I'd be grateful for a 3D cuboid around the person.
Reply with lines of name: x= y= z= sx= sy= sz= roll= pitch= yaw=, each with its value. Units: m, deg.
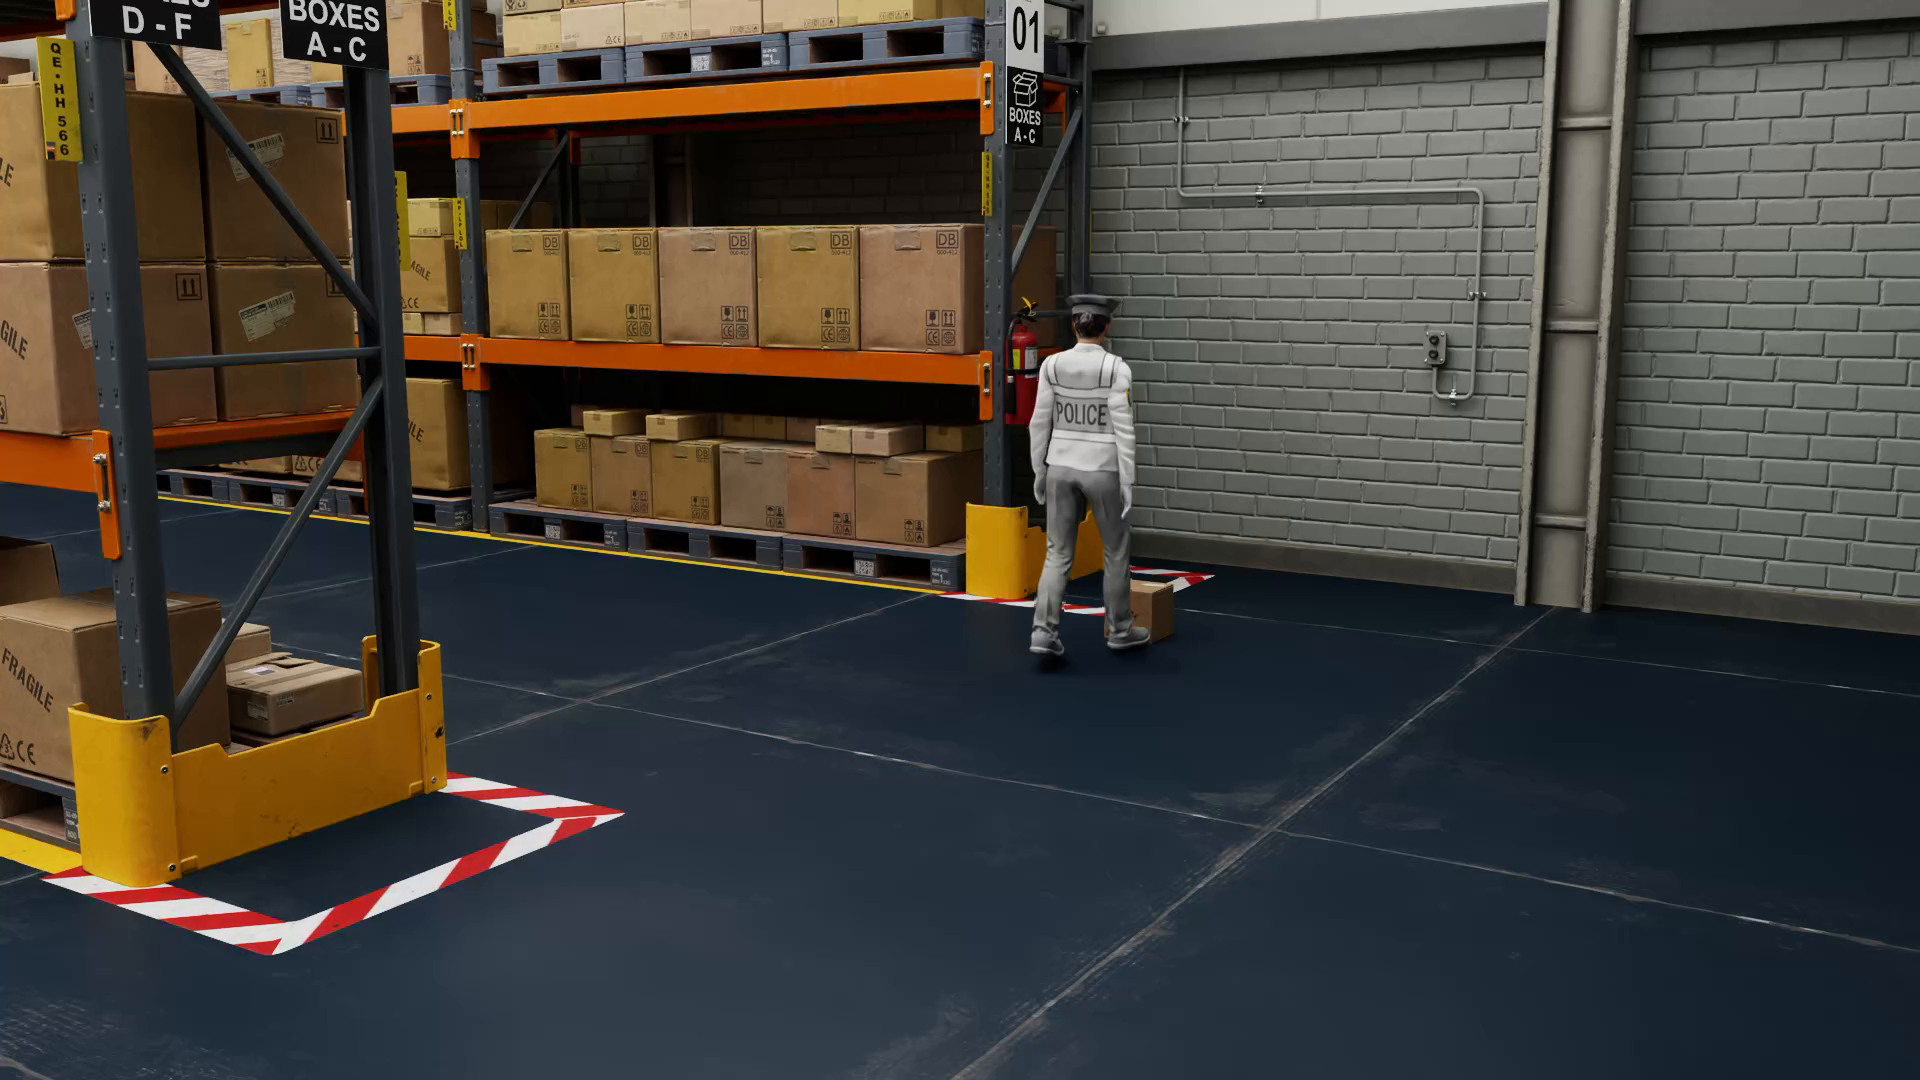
person: x=0.581 y=-0.291 z=7.540 sx=0.519 sy=1.638 sz=0.742 roll=4 pitch=10 yaw=24
